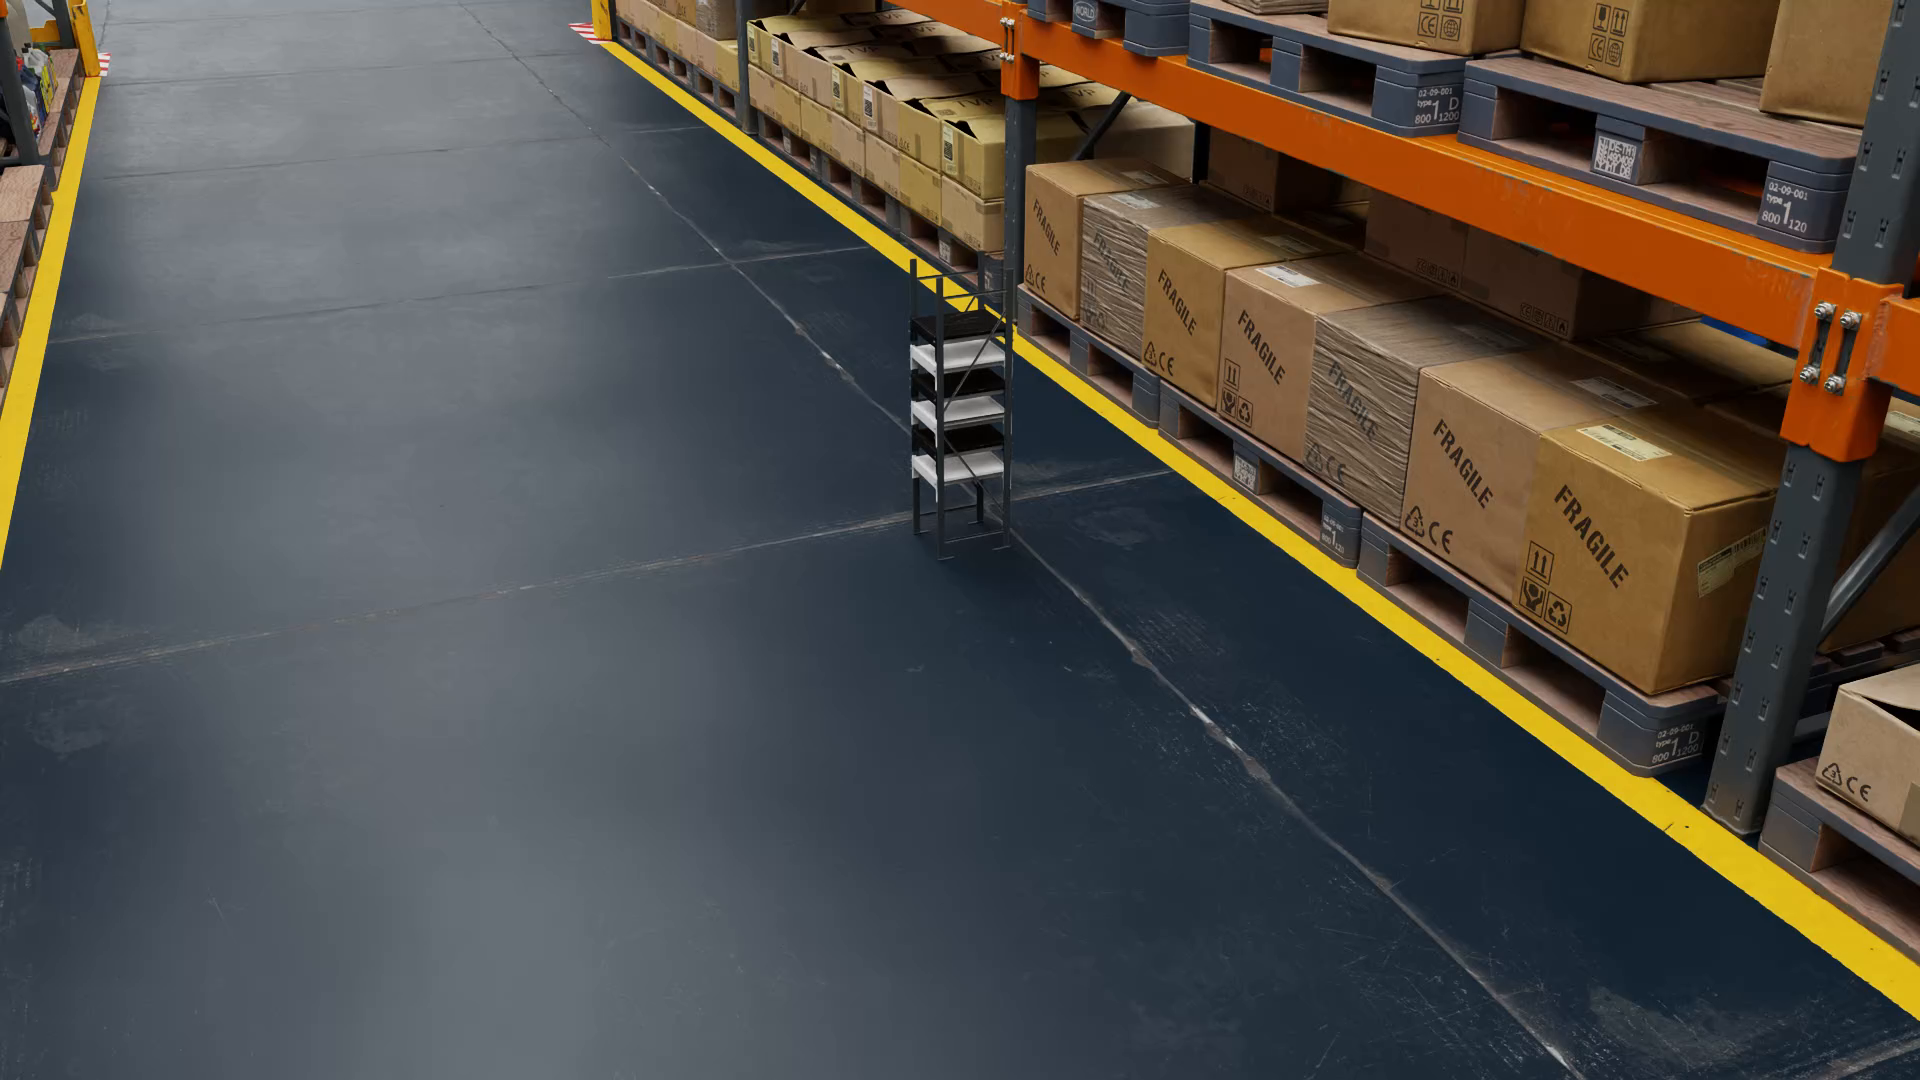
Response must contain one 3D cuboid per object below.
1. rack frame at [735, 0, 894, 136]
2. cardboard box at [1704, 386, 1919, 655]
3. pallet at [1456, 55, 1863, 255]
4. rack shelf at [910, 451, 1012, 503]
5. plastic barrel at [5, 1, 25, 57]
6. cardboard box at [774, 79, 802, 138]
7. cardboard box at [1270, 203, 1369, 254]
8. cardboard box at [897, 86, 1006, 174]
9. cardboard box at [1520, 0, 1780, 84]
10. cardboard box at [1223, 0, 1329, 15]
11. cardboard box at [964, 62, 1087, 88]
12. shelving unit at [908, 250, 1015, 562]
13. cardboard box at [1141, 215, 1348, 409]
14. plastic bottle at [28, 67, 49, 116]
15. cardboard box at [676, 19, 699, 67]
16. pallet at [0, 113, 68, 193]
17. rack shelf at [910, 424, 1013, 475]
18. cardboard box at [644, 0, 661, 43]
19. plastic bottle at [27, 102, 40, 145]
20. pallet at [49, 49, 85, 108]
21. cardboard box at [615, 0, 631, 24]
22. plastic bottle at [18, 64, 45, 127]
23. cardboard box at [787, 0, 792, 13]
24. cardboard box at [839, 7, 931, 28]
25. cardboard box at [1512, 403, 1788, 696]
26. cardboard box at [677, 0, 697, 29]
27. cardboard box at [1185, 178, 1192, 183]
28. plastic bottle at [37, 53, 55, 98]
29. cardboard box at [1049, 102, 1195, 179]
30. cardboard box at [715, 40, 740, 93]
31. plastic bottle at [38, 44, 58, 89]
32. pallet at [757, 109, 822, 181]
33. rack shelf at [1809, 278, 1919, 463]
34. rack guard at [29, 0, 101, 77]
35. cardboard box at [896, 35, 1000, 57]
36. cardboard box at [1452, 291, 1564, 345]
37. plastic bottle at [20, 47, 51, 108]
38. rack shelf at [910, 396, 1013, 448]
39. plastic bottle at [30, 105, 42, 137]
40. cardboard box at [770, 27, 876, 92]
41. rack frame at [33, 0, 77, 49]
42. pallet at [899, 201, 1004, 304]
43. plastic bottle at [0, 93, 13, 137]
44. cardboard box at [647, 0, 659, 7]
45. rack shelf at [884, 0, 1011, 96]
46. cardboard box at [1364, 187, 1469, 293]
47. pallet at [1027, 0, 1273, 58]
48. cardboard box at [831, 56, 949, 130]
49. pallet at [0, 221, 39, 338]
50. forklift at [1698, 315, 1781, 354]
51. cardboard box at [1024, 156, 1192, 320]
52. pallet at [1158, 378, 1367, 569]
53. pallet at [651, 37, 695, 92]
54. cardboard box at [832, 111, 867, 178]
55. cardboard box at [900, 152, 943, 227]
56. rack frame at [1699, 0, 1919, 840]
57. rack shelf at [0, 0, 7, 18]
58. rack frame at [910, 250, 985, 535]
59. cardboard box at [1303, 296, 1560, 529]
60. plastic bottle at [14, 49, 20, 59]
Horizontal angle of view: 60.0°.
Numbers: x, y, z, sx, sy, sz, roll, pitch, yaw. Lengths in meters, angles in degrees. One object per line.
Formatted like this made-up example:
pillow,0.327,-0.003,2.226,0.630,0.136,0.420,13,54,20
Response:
rack frame,-0.897,-3.997,10.018,1.000,3.000,0.127,-11,28,-21
cardboard box,2.271,-0.079,4.341,0.500,0.500,0.500,-12,28,-23
pallet,2.023,-1.023,4.144,1.003,0.211,1.213,-11,28,-21
rack shelf,0.003,-0.209,5.139,0.258,0.077,0.200,-11,28,-21
plastic barrel,-6.498,-3.378,11.107,0.421,0.512,0.421,0,26,0
cardboard box,-0.768,-2.538,9.685,0.500,0.250,0.500,-10,28,-19
cardboard box,1.454,-0.910,6.043,0.500,0.500,0.500,-12,28,-22
cardboard box,0.028,-1.965,7.872,0.500,0.311,0.500,-11,28,-21
cardboard box,1.929,-1.497,4.306,0.700,0.500,0.500,-6,27,-12
cardboard box,1.202,-1.979,5.292,0.700,0.500,0.500,-5,27,-11
cardboard box,0.324,-2.266,8.489,0.500,0.311,0.500,-11,28,-22
shelving unit,0.003,-0.401,5.046,0.258,0.900,0.210,-11,28,-21
cardboard box,0.987,-0.810,5.838,0.500,0.500,0.500,-11,28,-21
plastic bottle,-5.491,-2.672,9.898,0.061,0.283,0.133,-9,28,-18
cardboard box,-1.676,-3.503,11.660,0.500,0.250,0.500,-11,28,-21
pallet,-5.681,-2.173,9.459,1.003,0.211,1.213,-11,28,-21
rack shelf,0.003,-0.290,5.100,0.258,0.077,0.200,-11,28,-21
cardboard box,-2.064,-3.907,12.489,0.500,0.250,0.500,-11,28,-21
plastic bottle,-5.178,-2.323,9.197,0.097,0.271,0.097,0,26,0
pallet,-6.636,-3.158,11.477,1.003,0.211,1.213,-11,28,-21
cardboard box,-2.458,-4.310,13.314,0.500,0.250,0.500,-11,28,-21
plastic bottle,-5.390,-2.552,9.576,0.144,0.351,0.185,-10,28,-19
cardboard box,-0.994,-3.729,11.269,0.500,0.500,0.500,-11,28,-21
cardboard box,-0.475,-3.088,10.172,0.500,0.311,0.500,-11,28,-21
cardboard box,1.779,0.008,4.162,0.500,0.500,0.500,-11,28,-21
cardboard box,-1.664,-3.842,11.500,0.500,0.500,0.500,-11,28,-21
cardboard box,0.735,-1.597,7.758,0.500,0.250,0.500,-11,28,-21
plastic bottle,-5.772,-2.907,10.389,0.152,0.276,0.135,-11,28,-22
cardboard box,0.735,-1.849,7.635,0.500,0.311,0.500,-10,28,-19
cardboard box,-1.280,-3.100,10.835,0.500,0.250,0.500,-11,28,-21
plastic bottle,-5.837,-3.029,10.630,0.061,0.283,0.133,-10,28,-19
pallet,-0.573,-2.453,10.034,1.003,0.211,1.213,-11,28,-21
rack shelf,3.019,0.363,1.907,1.077,0.370,4.000,-11,28,-21
rack guard,-6.950,-3.616,12.087,1.175,0.500,0.348,-11,28,-21
cardboard box,-0.072,-2.677,9.330,0.500,0.311,0.500,-11,28,-21
cardboard box,1.863,-0.495,5.194,0.500,0.500,0.500,-10,28,-20
plastic bottle,-5.631,-2.800,10.083,0.144,0.351,0.185,-11,28,-21
rack shelf,0.003,-0.371,5.060,0.258,0.077,0.200,-11,28,-21
plastic bottle,-5.257,-2.374,9.381,0.097,0.201,0.097,0,26,0
cardboard box,-0.773,-2.790,9.561,0.500,0.311,0.500,-11,28,-21
rack frame,-7.023,-4.762,11.585,1.000,3.000,0.127,-11,28,-21
pallet,0.383,-1.468,8.017,1.003,0.211,1.213,-11,28,-21
plastic bottle,-5.427,-2.436,9.415,0.061,0.283,0.133,-11,28,-21
cardboard box,-2.053,-4.246,12.328,0.500,0.500,0.500,-11,28,-21
rack shelf,-0.114,-2.866,8.522,1.077,0.370,4.000,-11,28,-21
cardboard box,1.682,-1.022,5.417,0.500,0.250,0.500,-11,28,-22
pallet,1.000,-2.034,6.217,1.213,0.211,1.003,-11,28,-21
cardboard box,-0.361,-2.372,8.706,0.500,0.311,0.500,-10,28,-19
pallet,-4.631,-1.091,7.243,1.003,0.211,1.213,-11,28,-21
forklift,3.072,-2.397,6.818,1.130,2.935,3.031,12,29,23
cardboard box,0.585,-1.224,6.685,0.500,0.500,0.500,-9,28,-18
pallet,1.401,-0.329,5.684,1.003,0.211,1.213,-11,28,-21
pallet,-1.652,-3.566,12.312,1.003,0.211,1.213,-11,28,-21
cardboard box,-0.364,-2.124,8.837,0.500,0.250,0.500,-10,28,-20
cardboard box,0.034,-1.713,7.996,0.500,0.250,0.500,-11,28,-21
rack frame,2.236,-0.767,3.403,1.000,3.000,0.127,-11,28,-21
rack shelf,-4.673,-2.017,6.782,1.077,0.370,4.000,-11,28,-21
rack frame,-0.037,-0.442,5.130,0.240,0.900,0.006,-11,28,-21
cardboard box,1.397,-0.395,4.988,0.500,0.500,0.500,-10,28,-20
plastic bottle,-5.924,-2.948,10.464,0.061,0.283,0.133,-11,28,-21
